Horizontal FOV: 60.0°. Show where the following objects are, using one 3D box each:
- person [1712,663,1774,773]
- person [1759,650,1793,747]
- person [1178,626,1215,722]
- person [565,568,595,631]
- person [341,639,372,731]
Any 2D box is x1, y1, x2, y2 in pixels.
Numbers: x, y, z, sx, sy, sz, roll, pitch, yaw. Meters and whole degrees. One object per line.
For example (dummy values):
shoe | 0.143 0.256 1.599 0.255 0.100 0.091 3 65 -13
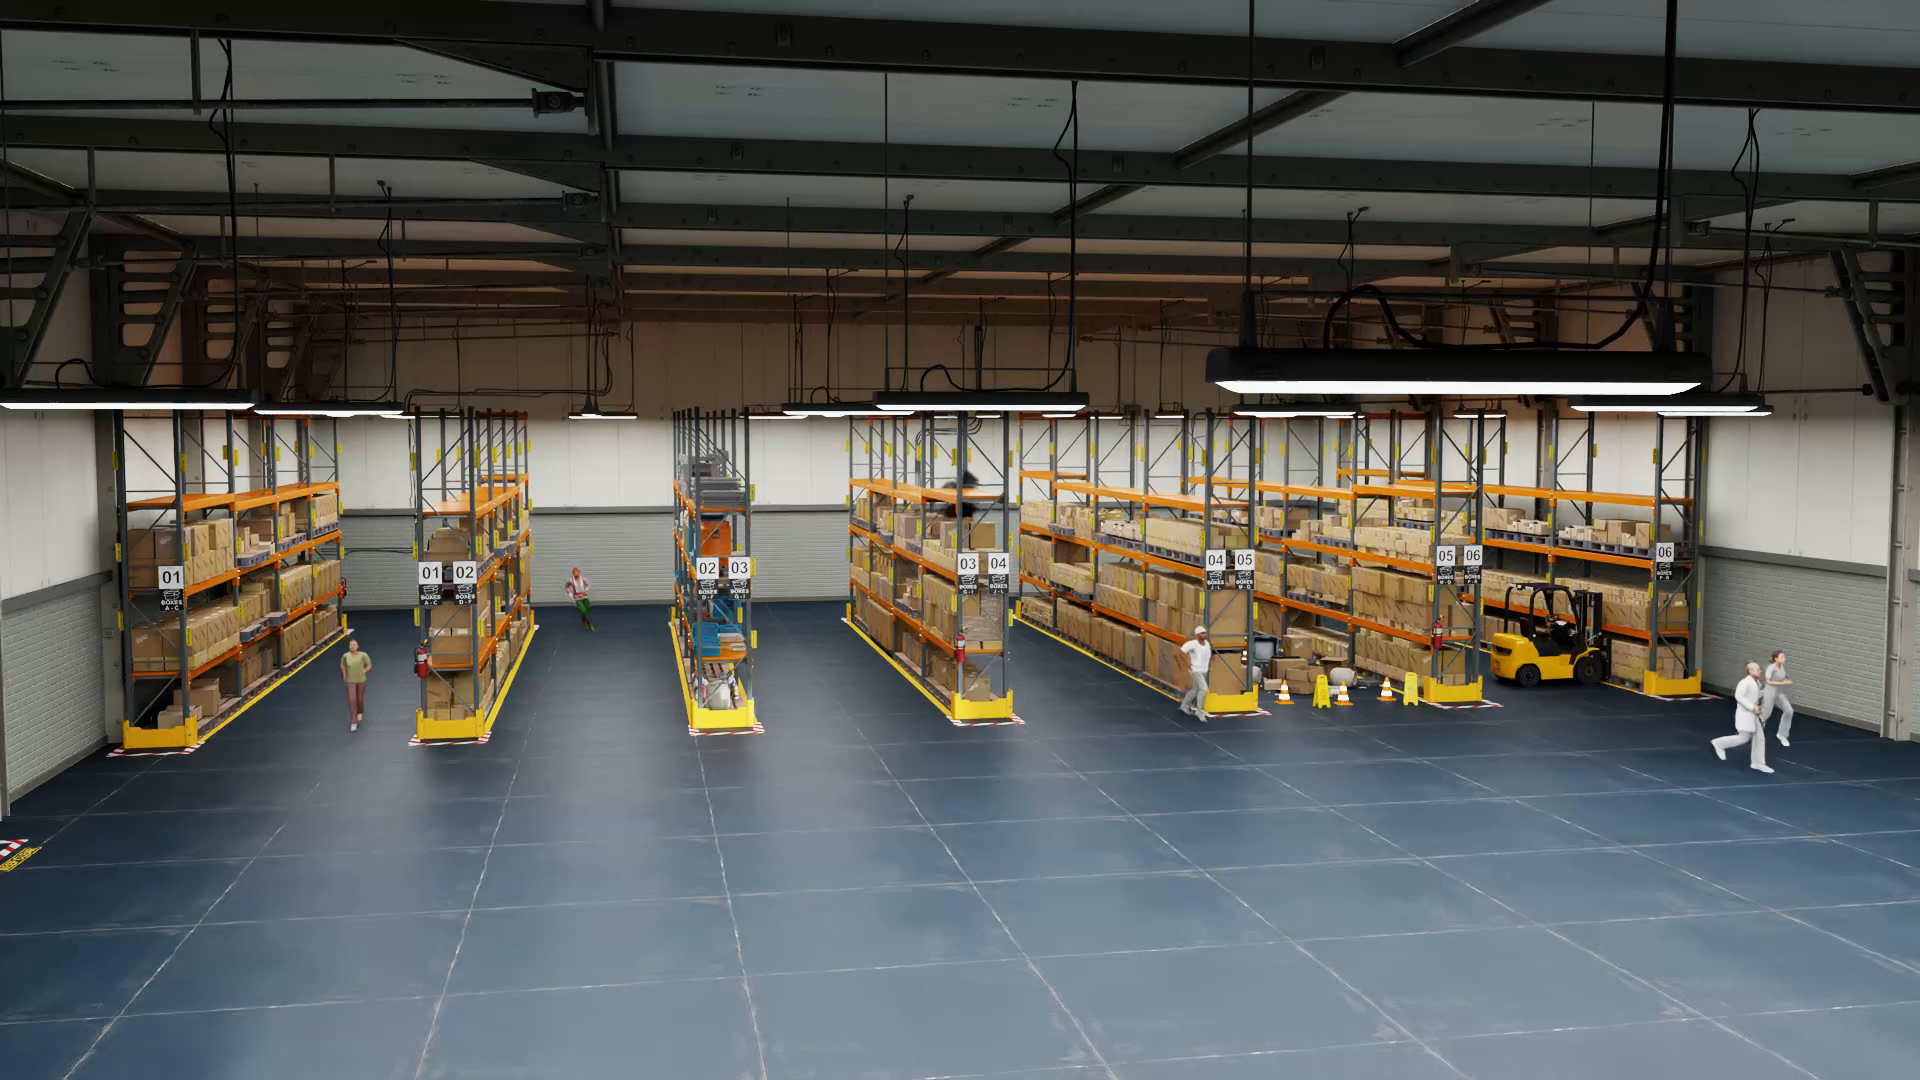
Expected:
person | 12.960 2.899 27.437 0.736 1.769 1.011 -4 6 -45
person | 14.441 2.790 29.611 0.587 1.703 0.839 -2 5 -28
person | 4.575 2.565 32.111 0.691 1.829 0.739 -4 6 -44
person | -10.450 1.613 45.574 0.676 1.747 0.949 -2 5 -31
person | -11.296 2.675 31.134 0.568 1.681 0.830 -1 4 -15
